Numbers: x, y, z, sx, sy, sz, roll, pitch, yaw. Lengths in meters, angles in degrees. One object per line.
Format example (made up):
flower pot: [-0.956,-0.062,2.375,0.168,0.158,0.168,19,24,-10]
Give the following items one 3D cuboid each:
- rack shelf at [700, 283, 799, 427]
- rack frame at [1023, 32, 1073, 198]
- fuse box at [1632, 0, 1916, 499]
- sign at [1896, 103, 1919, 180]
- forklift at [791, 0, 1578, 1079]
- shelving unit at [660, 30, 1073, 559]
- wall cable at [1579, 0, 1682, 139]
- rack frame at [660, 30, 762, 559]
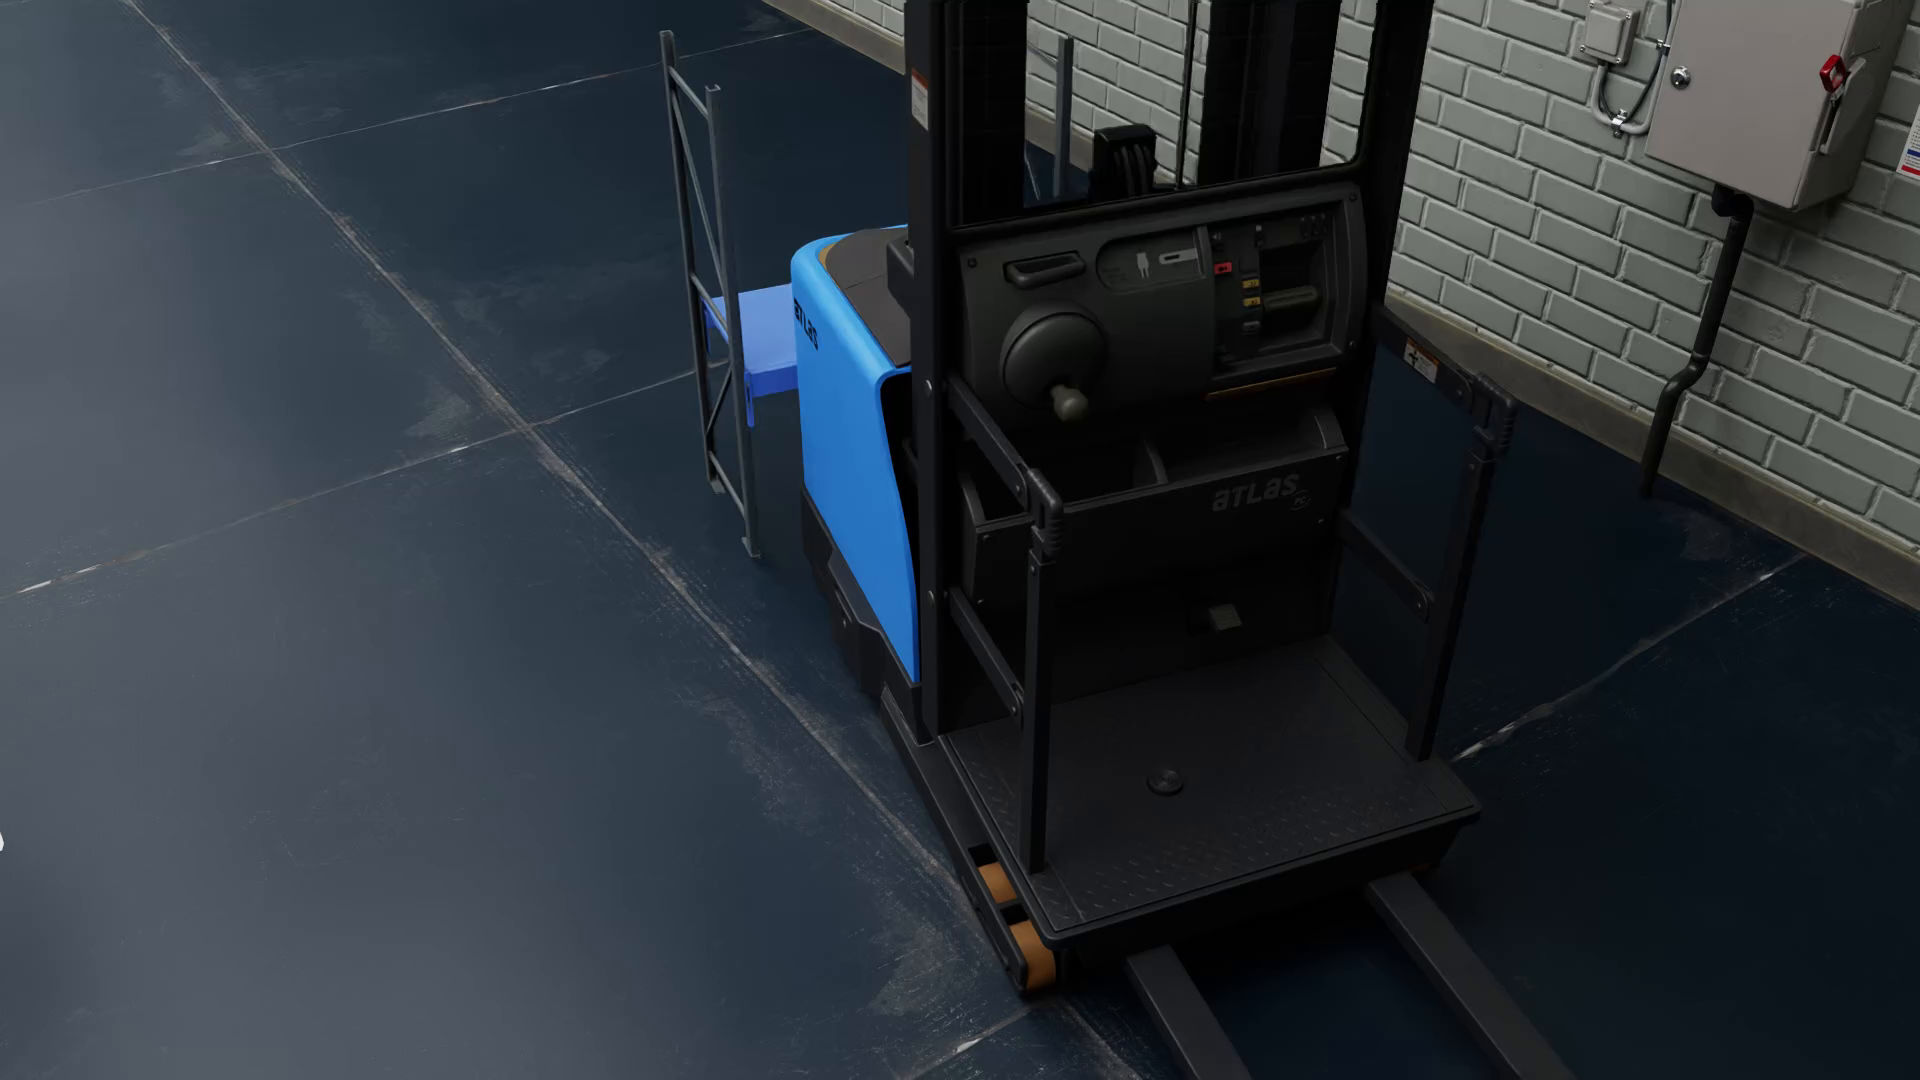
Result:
rack shelf: [-0.263,-0.658,5.188,1.000,0.185,0.538,-14,38,-19]
rack frame: [0.204,-0.921,5.246,0.032,1.500,0.500,-14,38,-19]
fuse box: [2.230,-0.823,4.928,0.414,1.711,0.539,-22,41,-28]
sign: [2.684,-1.141,4.349,0.001,0.494,0.329,-22,41,-28]
forklift: [0.522,-0.433,3.342,1.130,2.935,3.031,-13,38,-17]
shelving unit: [-0.263,-0.804,5.083,1.048,1.500,0.538,-14,38,-19]
wall cable: [1.966,-2.137,4.782,0.122,1.984,0.588,-22,41,-28]
rack frame: [-0.730,-0.687,4.920,0.032,1.500,0.500,-14,38,-19]
